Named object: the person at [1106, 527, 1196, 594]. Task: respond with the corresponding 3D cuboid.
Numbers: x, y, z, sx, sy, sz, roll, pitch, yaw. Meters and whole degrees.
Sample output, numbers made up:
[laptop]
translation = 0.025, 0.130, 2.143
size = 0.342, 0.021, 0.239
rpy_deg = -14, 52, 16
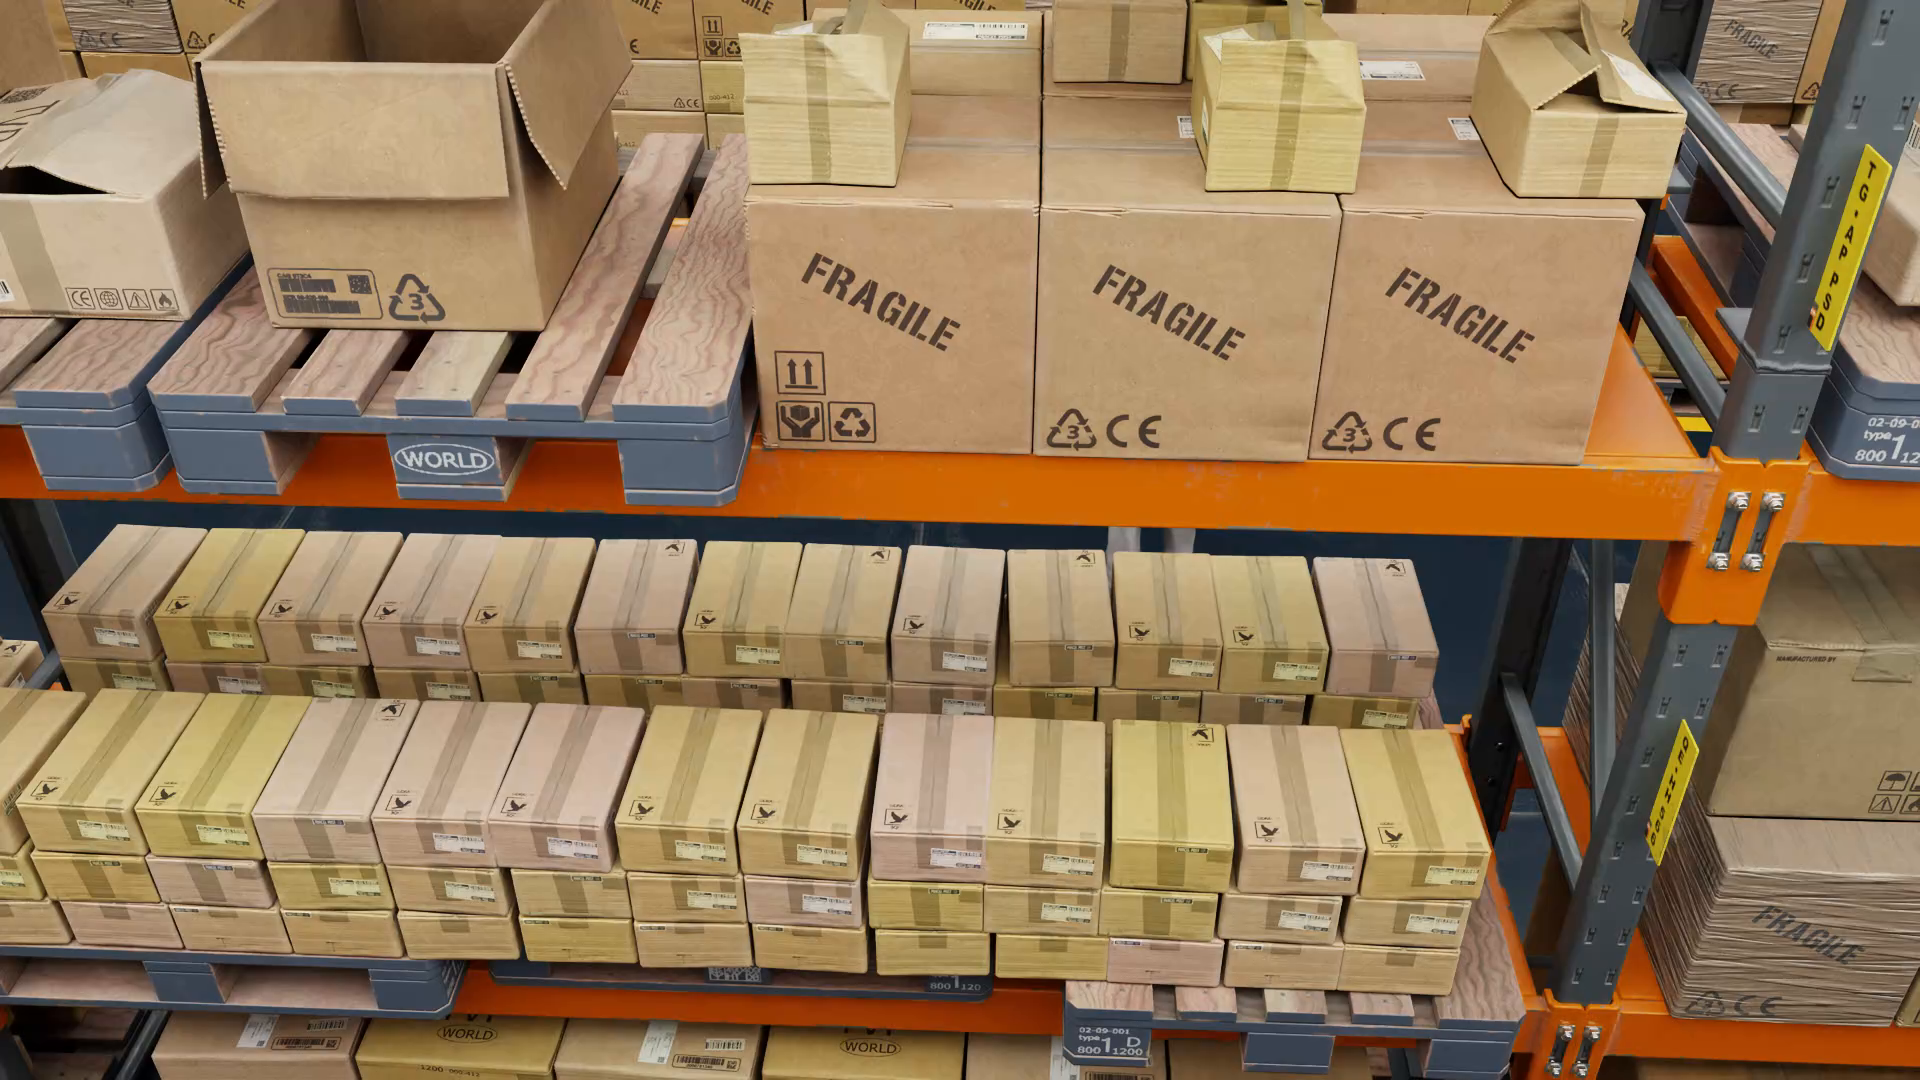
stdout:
[person]
translation = 0.815, -0.531, 6.932
size = 0.566, 1.786, 0.440
rpy_deg = 2, 35, 3
